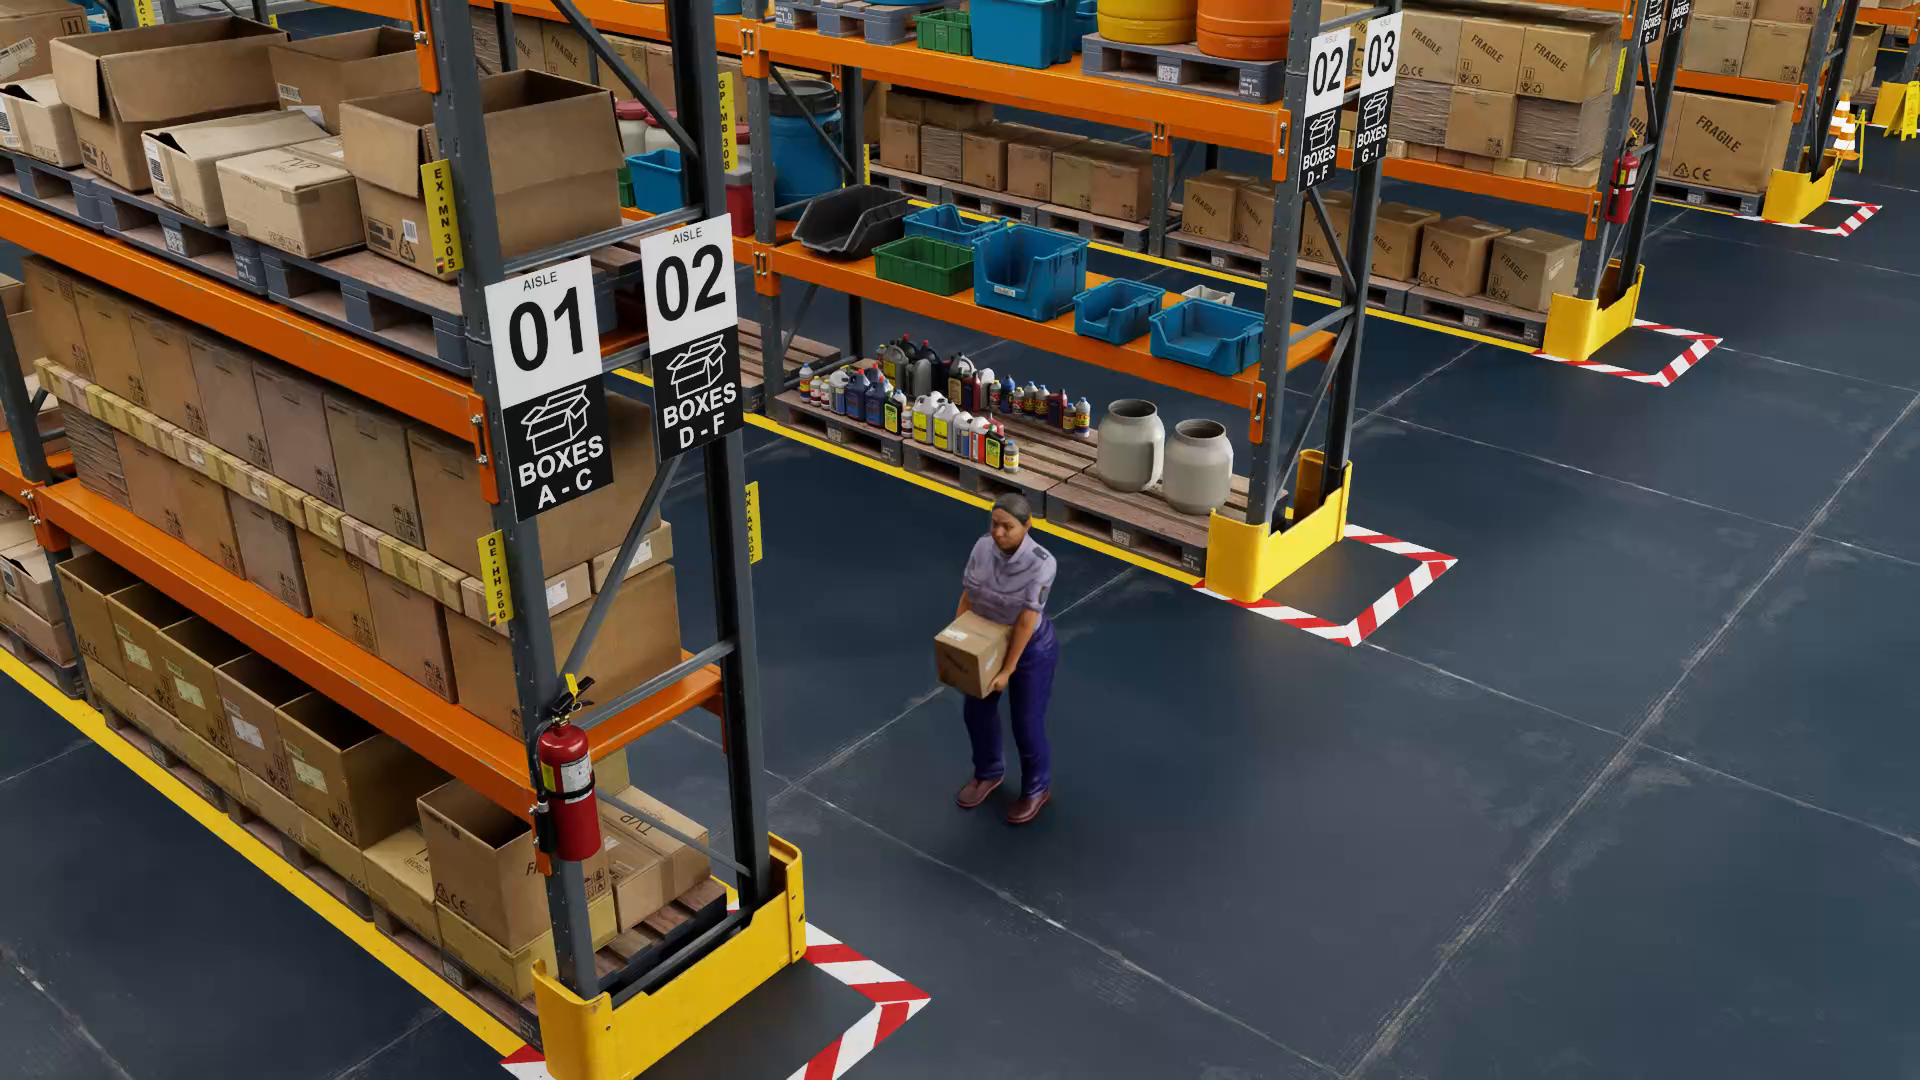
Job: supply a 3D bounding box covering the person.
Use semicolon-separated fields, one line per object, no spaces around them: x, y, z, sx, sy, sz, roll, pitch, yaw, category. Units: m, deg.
0.194;0.543;7.607;0.434;1.644;0.537;20;34;34;person
